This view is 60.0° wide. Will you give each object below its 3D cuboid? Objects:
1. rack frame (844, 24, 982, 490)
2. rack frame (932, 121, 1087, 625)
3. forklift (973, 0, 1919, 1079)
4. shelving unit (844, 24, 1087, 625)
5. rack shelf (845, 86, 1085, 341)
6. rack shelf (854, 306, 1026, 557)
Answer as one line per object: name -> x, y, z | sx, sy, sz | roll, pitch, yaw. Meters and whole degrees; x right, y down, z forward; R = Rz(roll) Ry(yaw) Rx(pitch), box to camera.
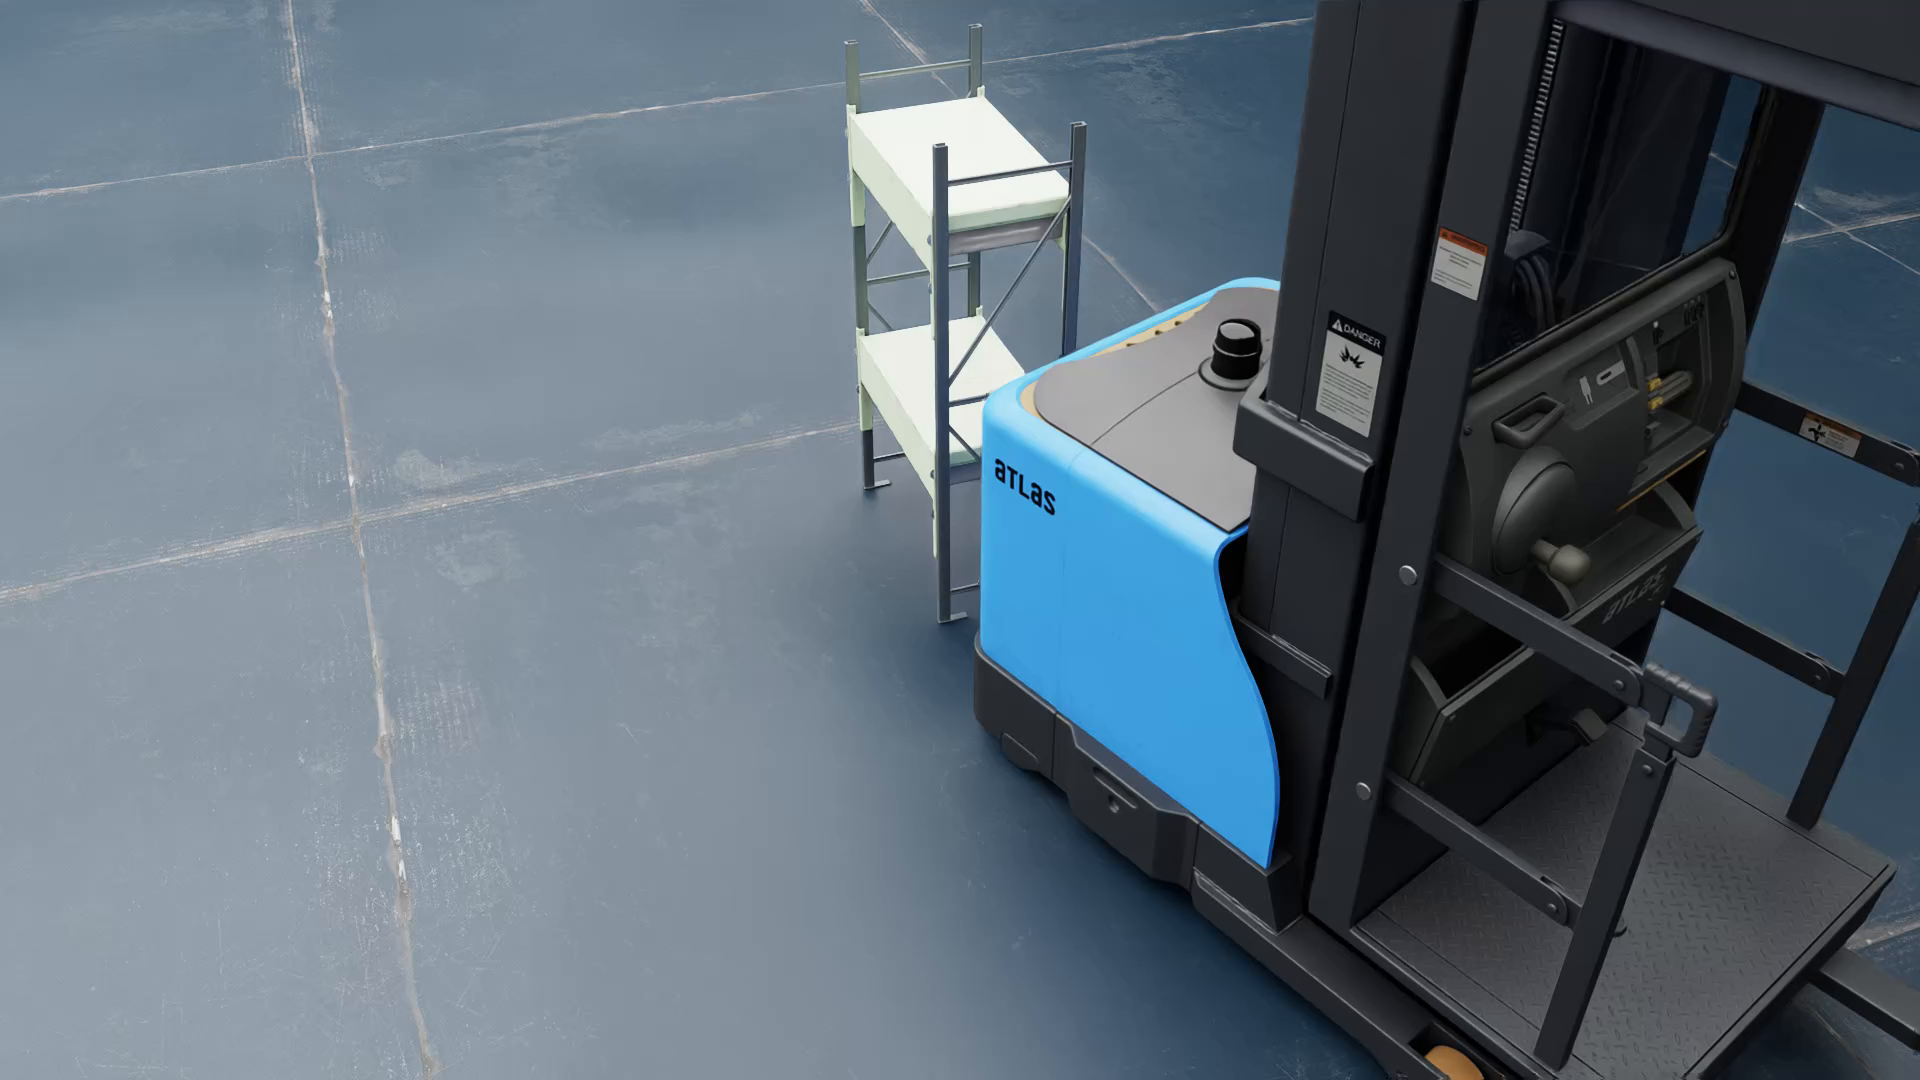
rack frame -> -0.128, -0.810, 5.078 | 0.400, 1.500, 0.023 | -12, 39, -16
rack frame -> 0.124, -0.396, 4.529 | 0.400, 1.500, 0.023 | -12, 39, -16
forklift -> 1.372, -0.170, 3.040 | 1.130, 2.935, 3.031 | -27, 45, -31
shelving unit -> -0.002, -0.603, 4.804 | 0.431, 1.500, 0.755 | -12, 39, -16
rack shelf -> -0.002, -0.915, 4.569 | 0.431, 0.370, 0.720 | -12, 39, -16
rack shelf -> -0.002, -0.342, 5.000 | 0.431, 0.370, 0.720 | -12, 39, -16
